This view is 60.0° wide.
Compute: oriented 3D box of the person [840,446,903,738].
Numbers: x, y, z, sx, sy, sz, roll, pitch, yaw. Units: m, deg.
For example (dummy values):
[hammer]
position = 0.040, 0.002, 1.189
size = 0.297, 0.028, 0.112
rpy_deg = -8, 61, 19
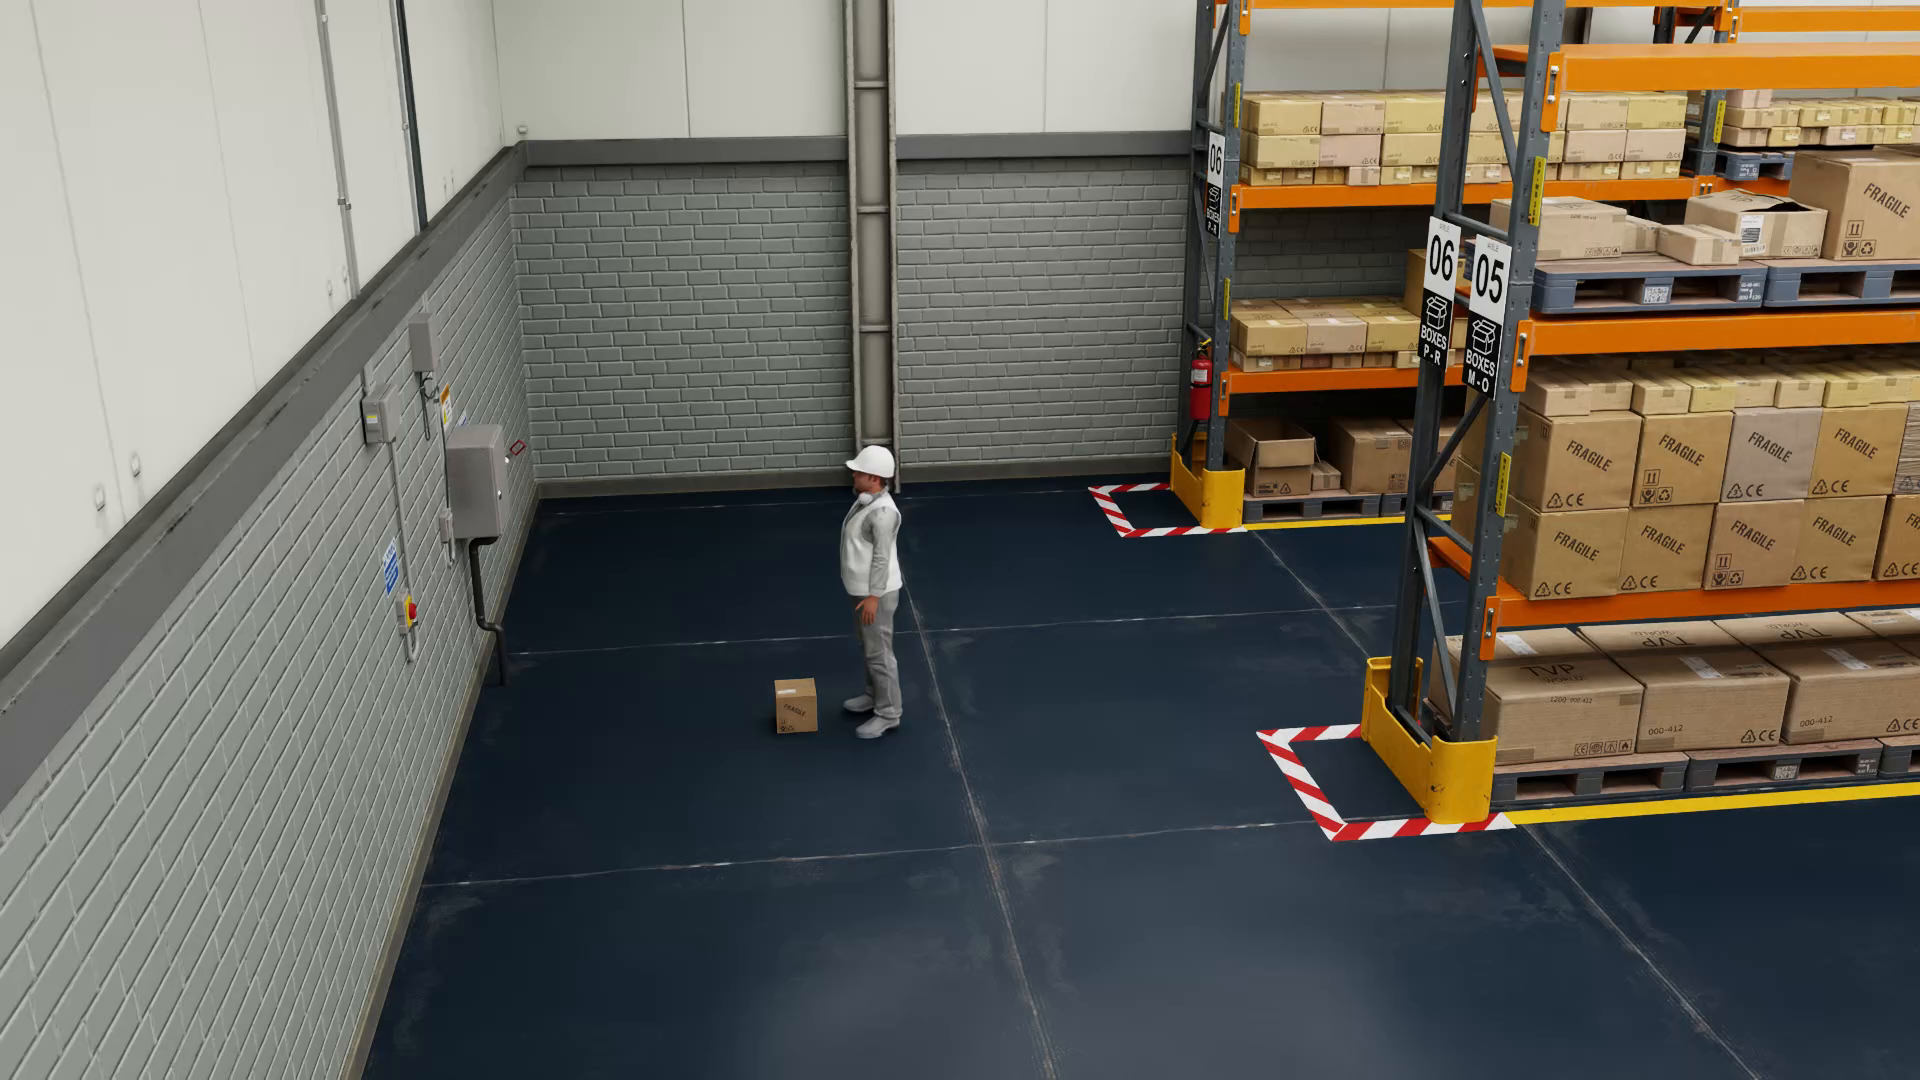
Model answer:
[person]
position = -0.550, 0.292, 10.209
size = 0.357, 1.798, 0.543
rpy_deg = -5, 20, -14
